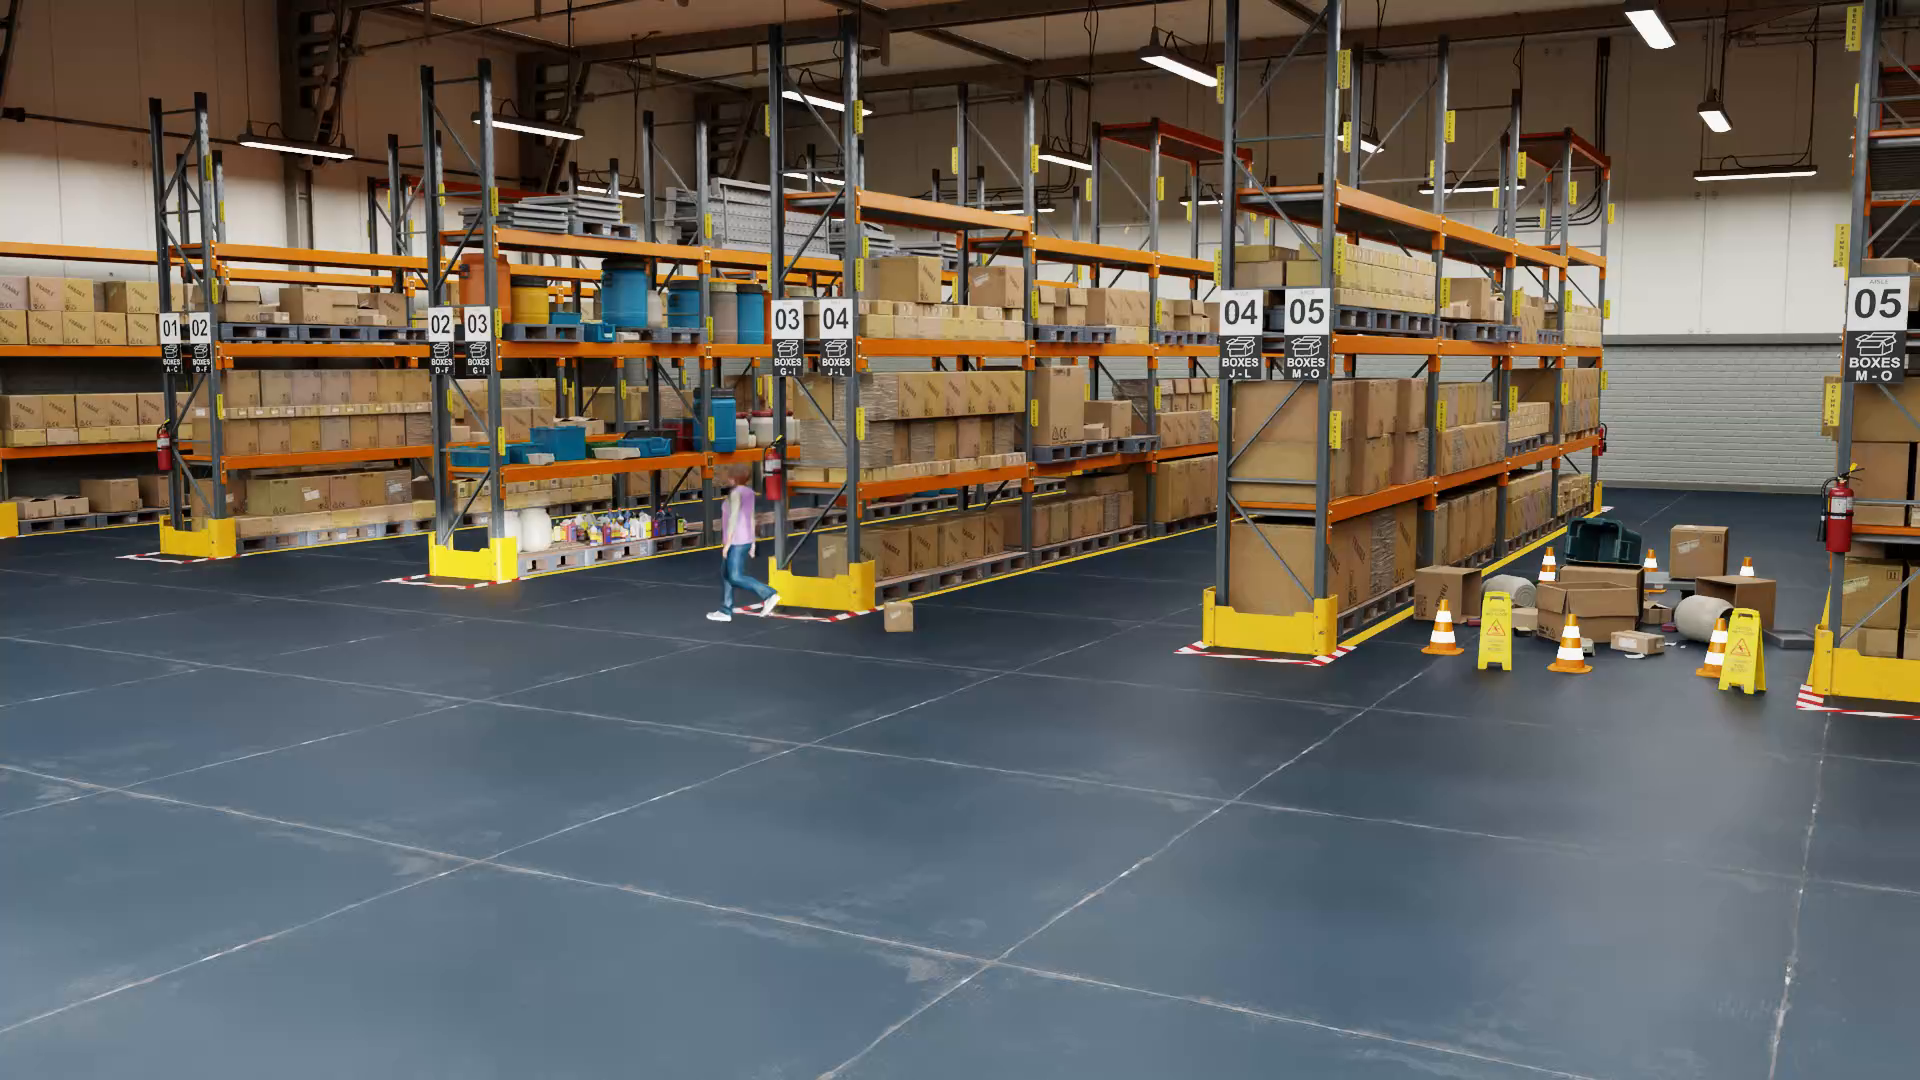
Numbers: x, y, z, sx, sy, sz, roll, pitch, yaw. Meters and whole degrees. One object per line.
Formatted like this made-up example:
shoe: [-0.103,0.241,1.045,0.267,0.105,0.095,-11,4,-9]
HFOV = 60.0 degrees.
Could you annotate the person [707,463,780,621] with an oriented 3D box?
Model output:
person: [-2.119,0.028,16.246,0.814,1.549,0.457,2,6,15]
